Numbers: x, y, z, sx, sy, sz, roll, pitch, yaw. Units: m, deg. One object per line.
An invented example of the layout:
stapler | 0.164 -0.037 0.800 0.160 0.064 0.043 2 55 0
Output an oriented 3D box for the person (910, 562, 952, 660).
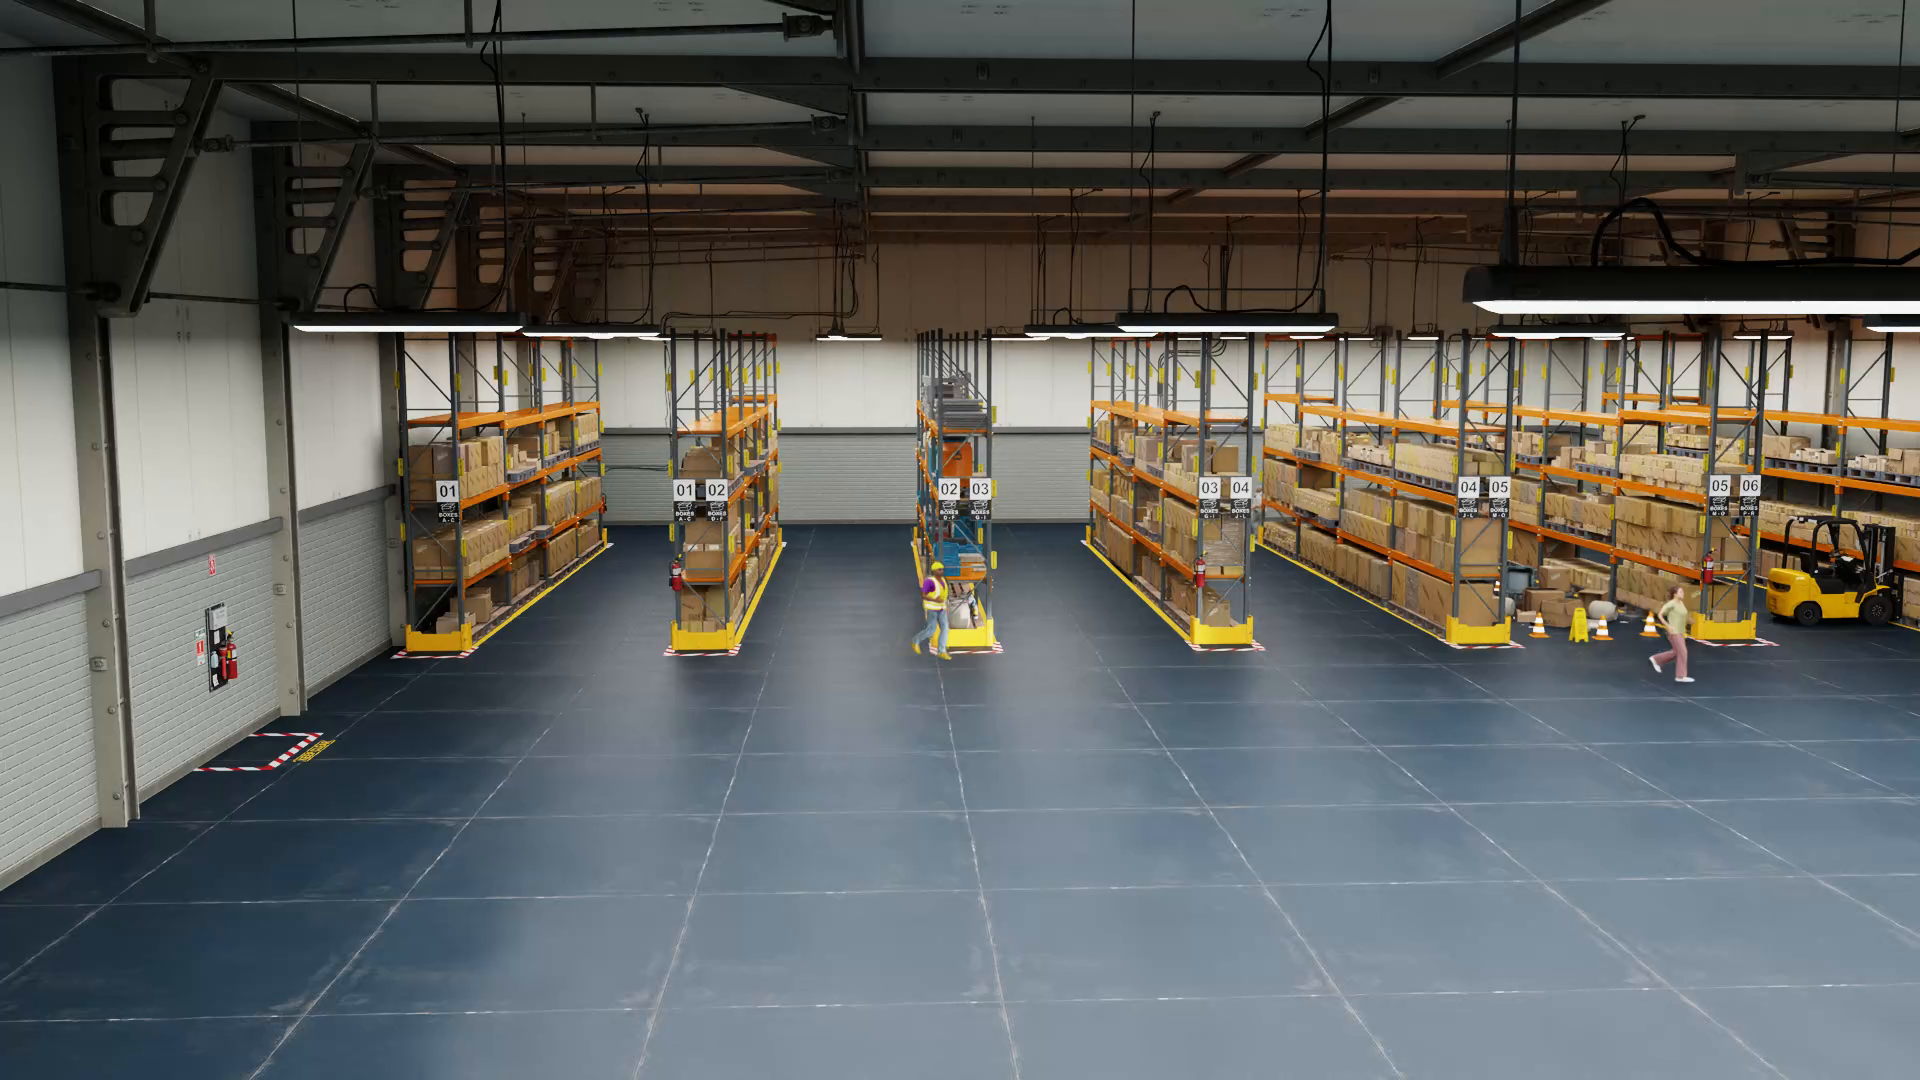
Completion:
person | -0.464 1.274 30.366 0.896 1.759 0.719 5 9 39

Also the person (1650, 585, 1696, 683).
person | 12.116 1.576 28.275 0.581 1.639 0.780 -6 9 -42

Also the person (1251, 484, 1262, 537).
person | 8.715 -0.870 49.242 0.522 1.588 0.722 2 7 13
